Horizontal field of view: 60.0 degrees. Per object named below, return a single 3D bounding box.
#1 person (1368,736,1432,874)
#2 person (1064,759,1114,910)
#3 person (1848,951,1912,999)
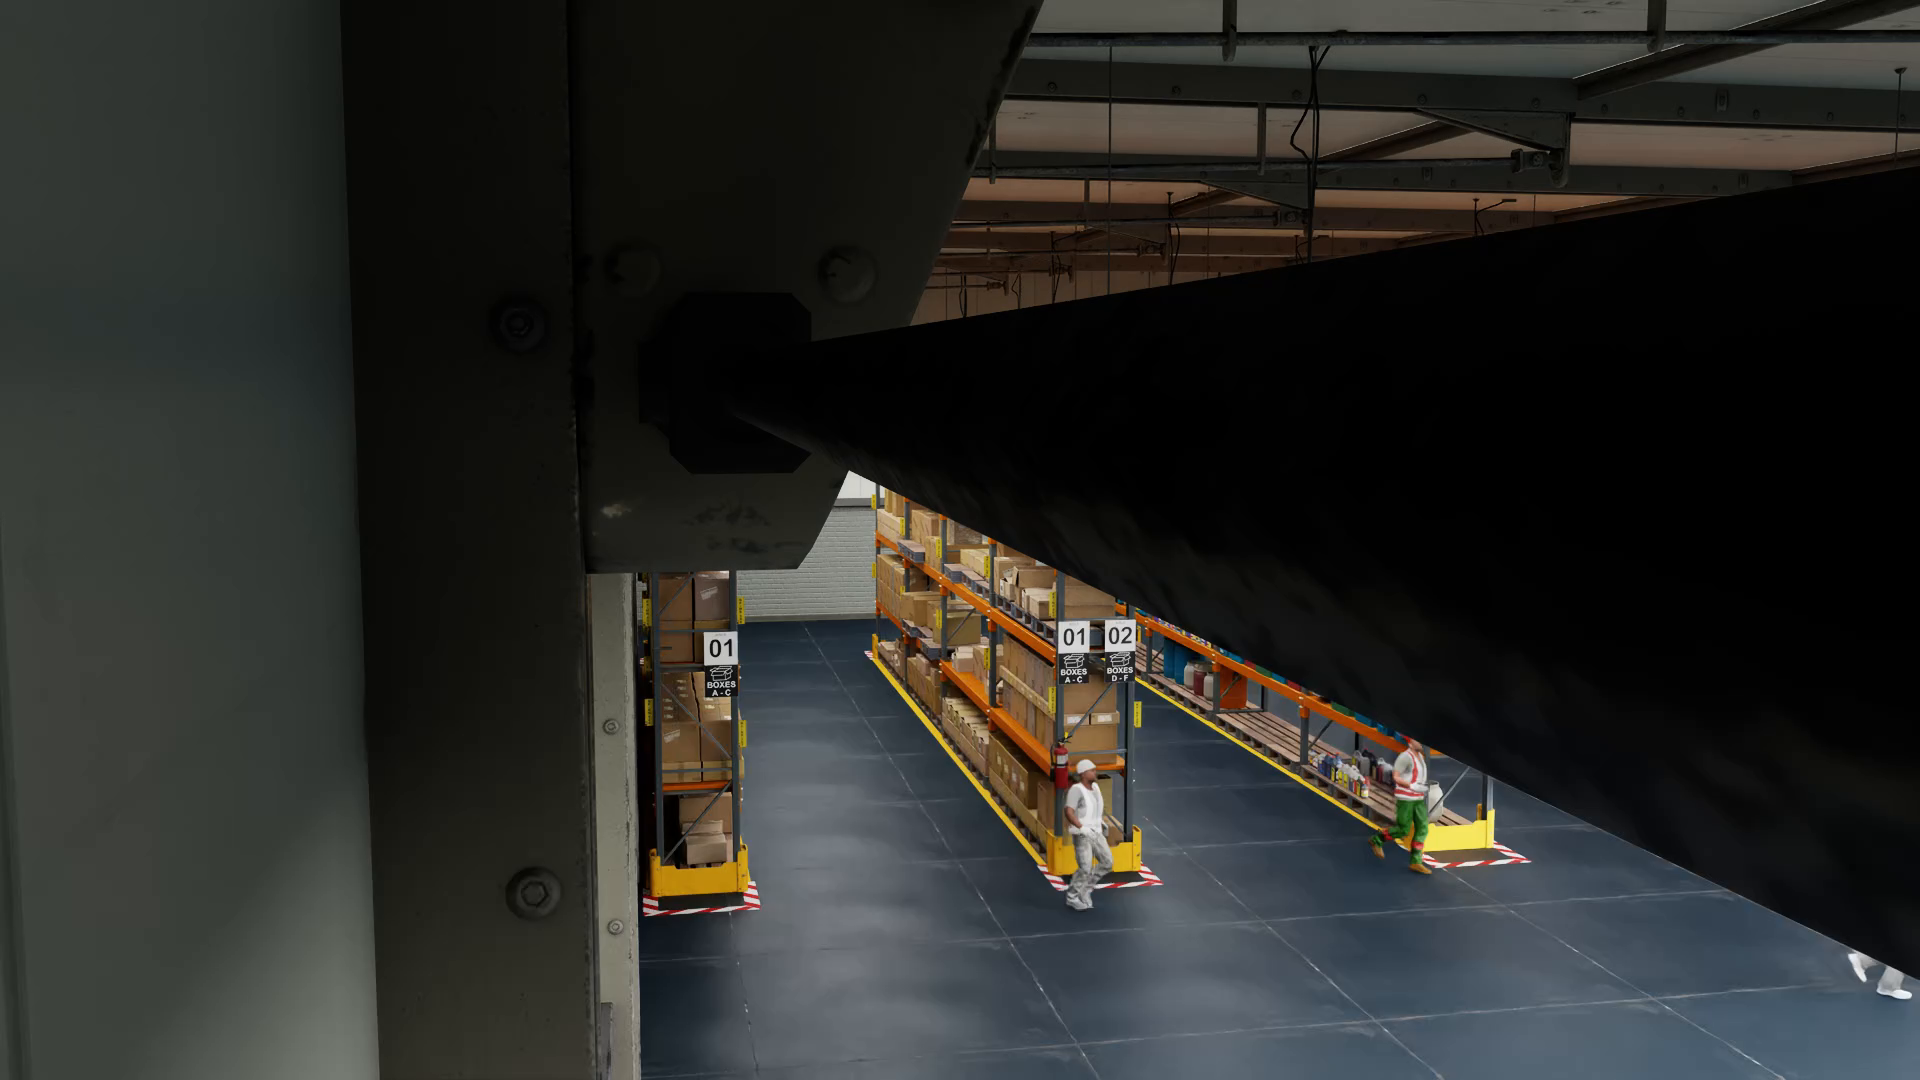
[{"bbox_3d":[5.682,3.289,21.151,0.669,1.779,0.854,-6,8,-44],"label":"person"},{"bbox_3d":[1.540,3.462,19.581,0.574,1.728,0.747,5,8,41],"label":"person"},{"bbox_3d":[9.349,3.803,16.806,0.590,1.627,0.595,1,6,14],"label":"person"}]
